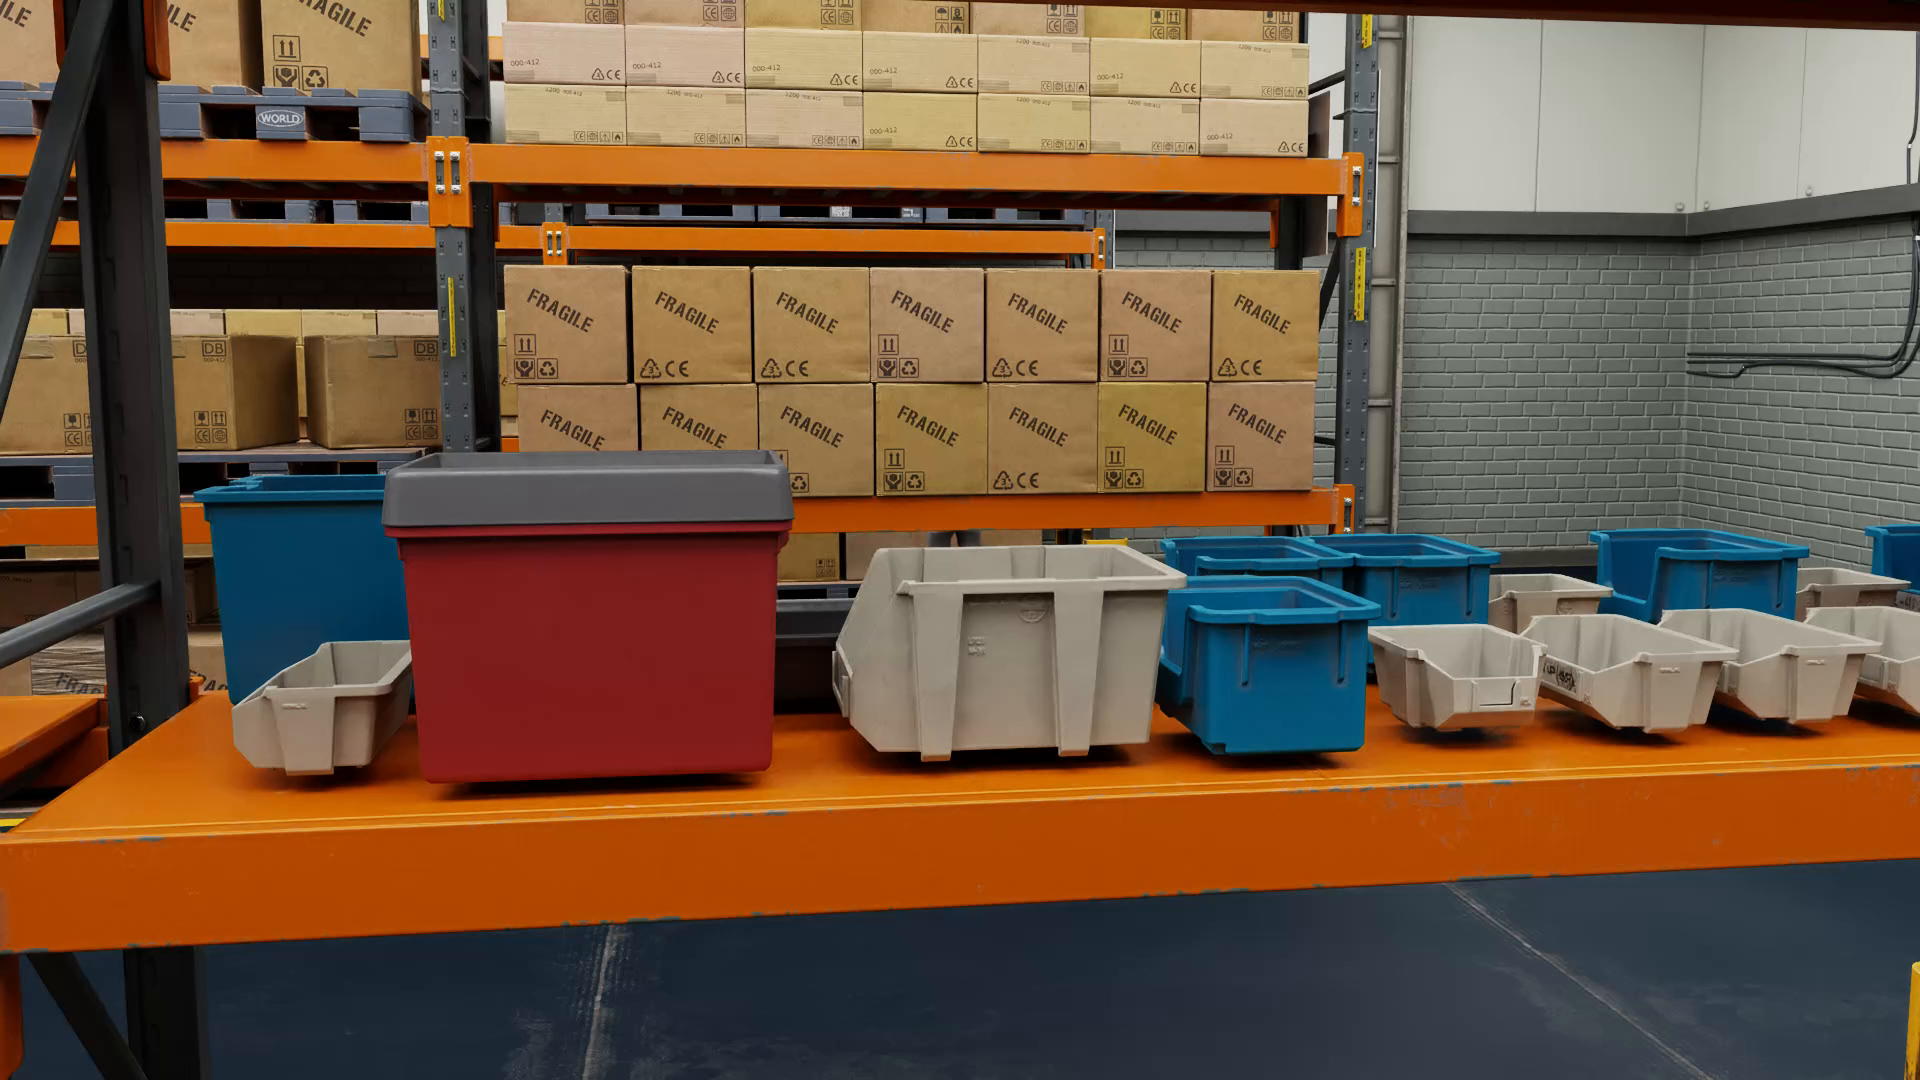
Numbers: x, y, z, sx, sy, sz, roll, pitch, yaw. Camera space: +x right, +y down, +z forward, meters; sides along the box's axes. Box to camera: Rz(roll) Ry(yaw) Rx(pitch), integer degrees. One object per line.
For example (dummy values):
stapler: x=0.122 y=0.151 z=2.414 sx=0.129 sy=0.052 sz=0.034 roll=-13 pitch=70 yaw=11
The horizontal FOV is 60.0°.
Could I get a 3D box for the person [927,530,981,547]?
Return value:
person: x=-0.058 y=-0.120 z=11.070 sx=0.406 sy=1.588 sz=0.492 roll=-1 pitch=7 yaw=-8
